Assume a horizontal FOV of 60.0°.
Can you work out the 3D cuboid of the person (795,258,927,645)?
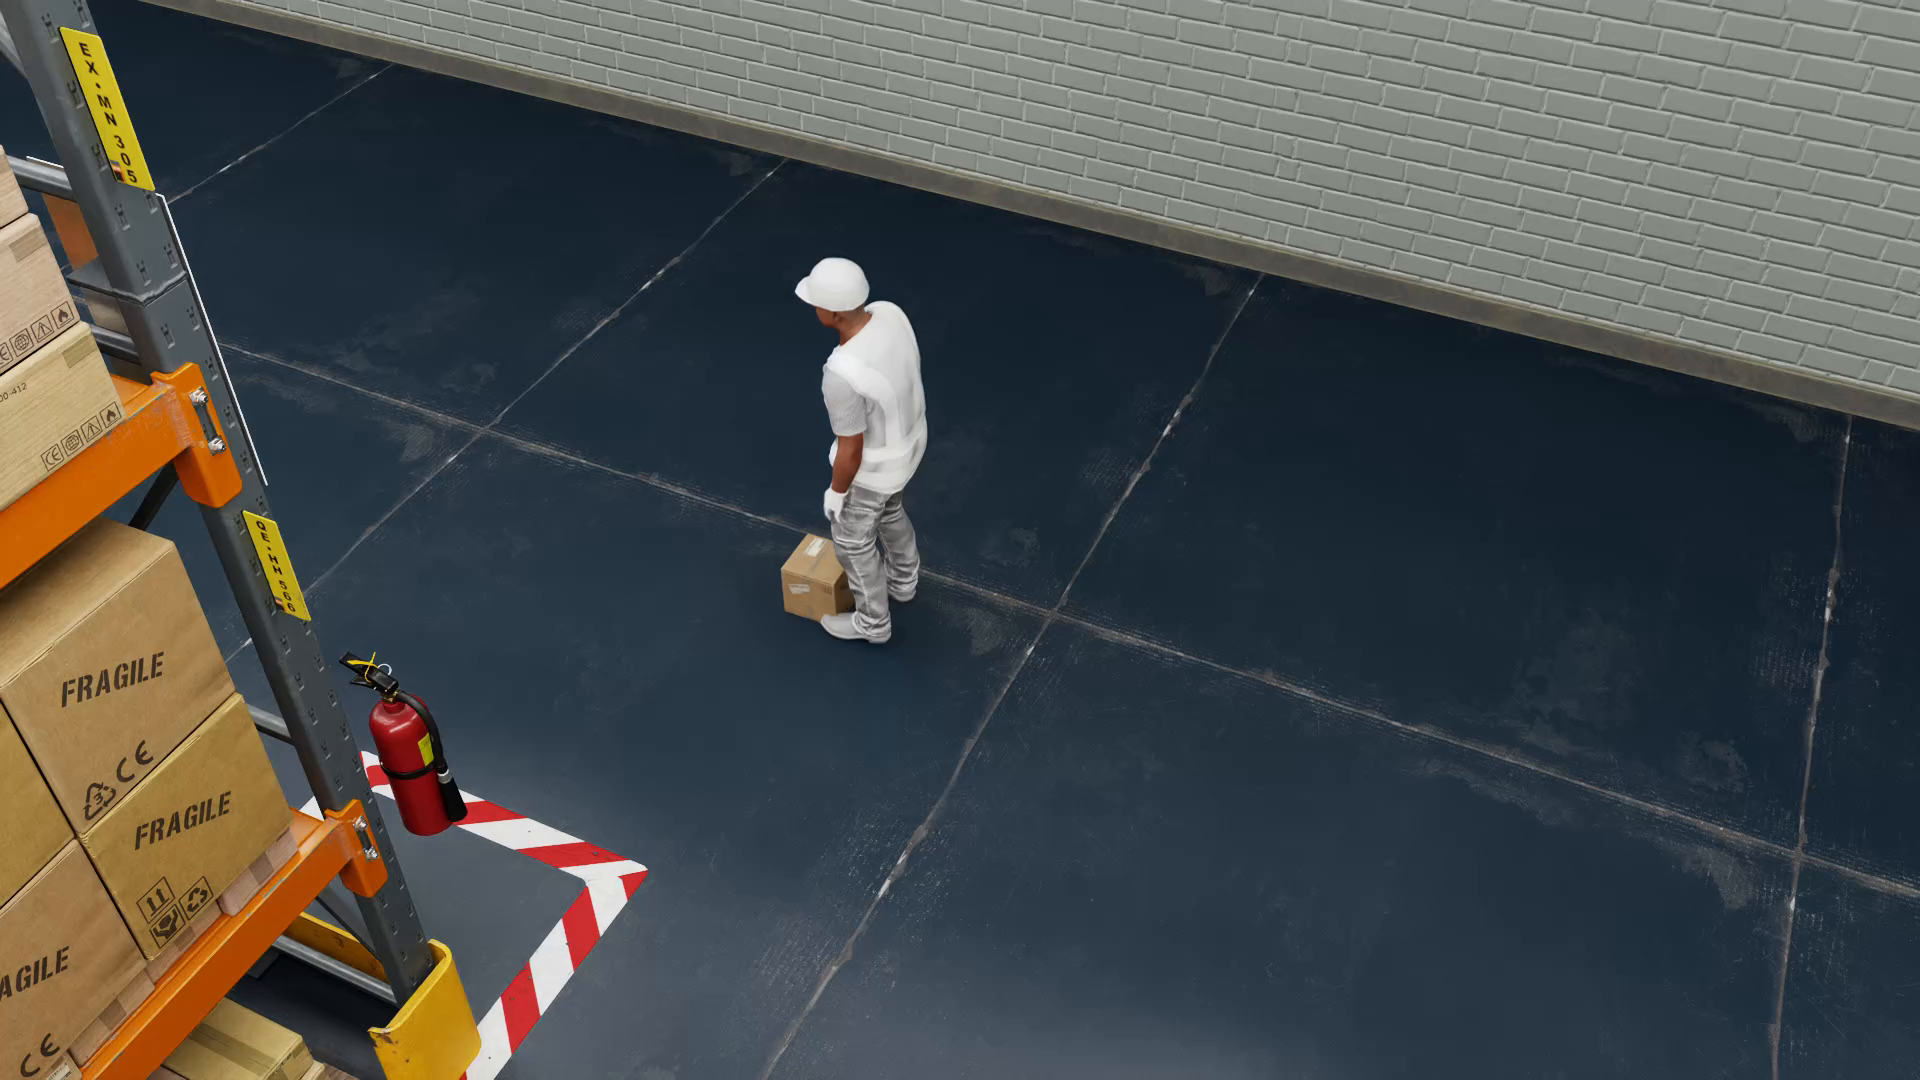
[{"bbox_3d":[-0.370,-0.336,6.531,0.452,1.772,0.617,15,44,16],"label":"person"}]
